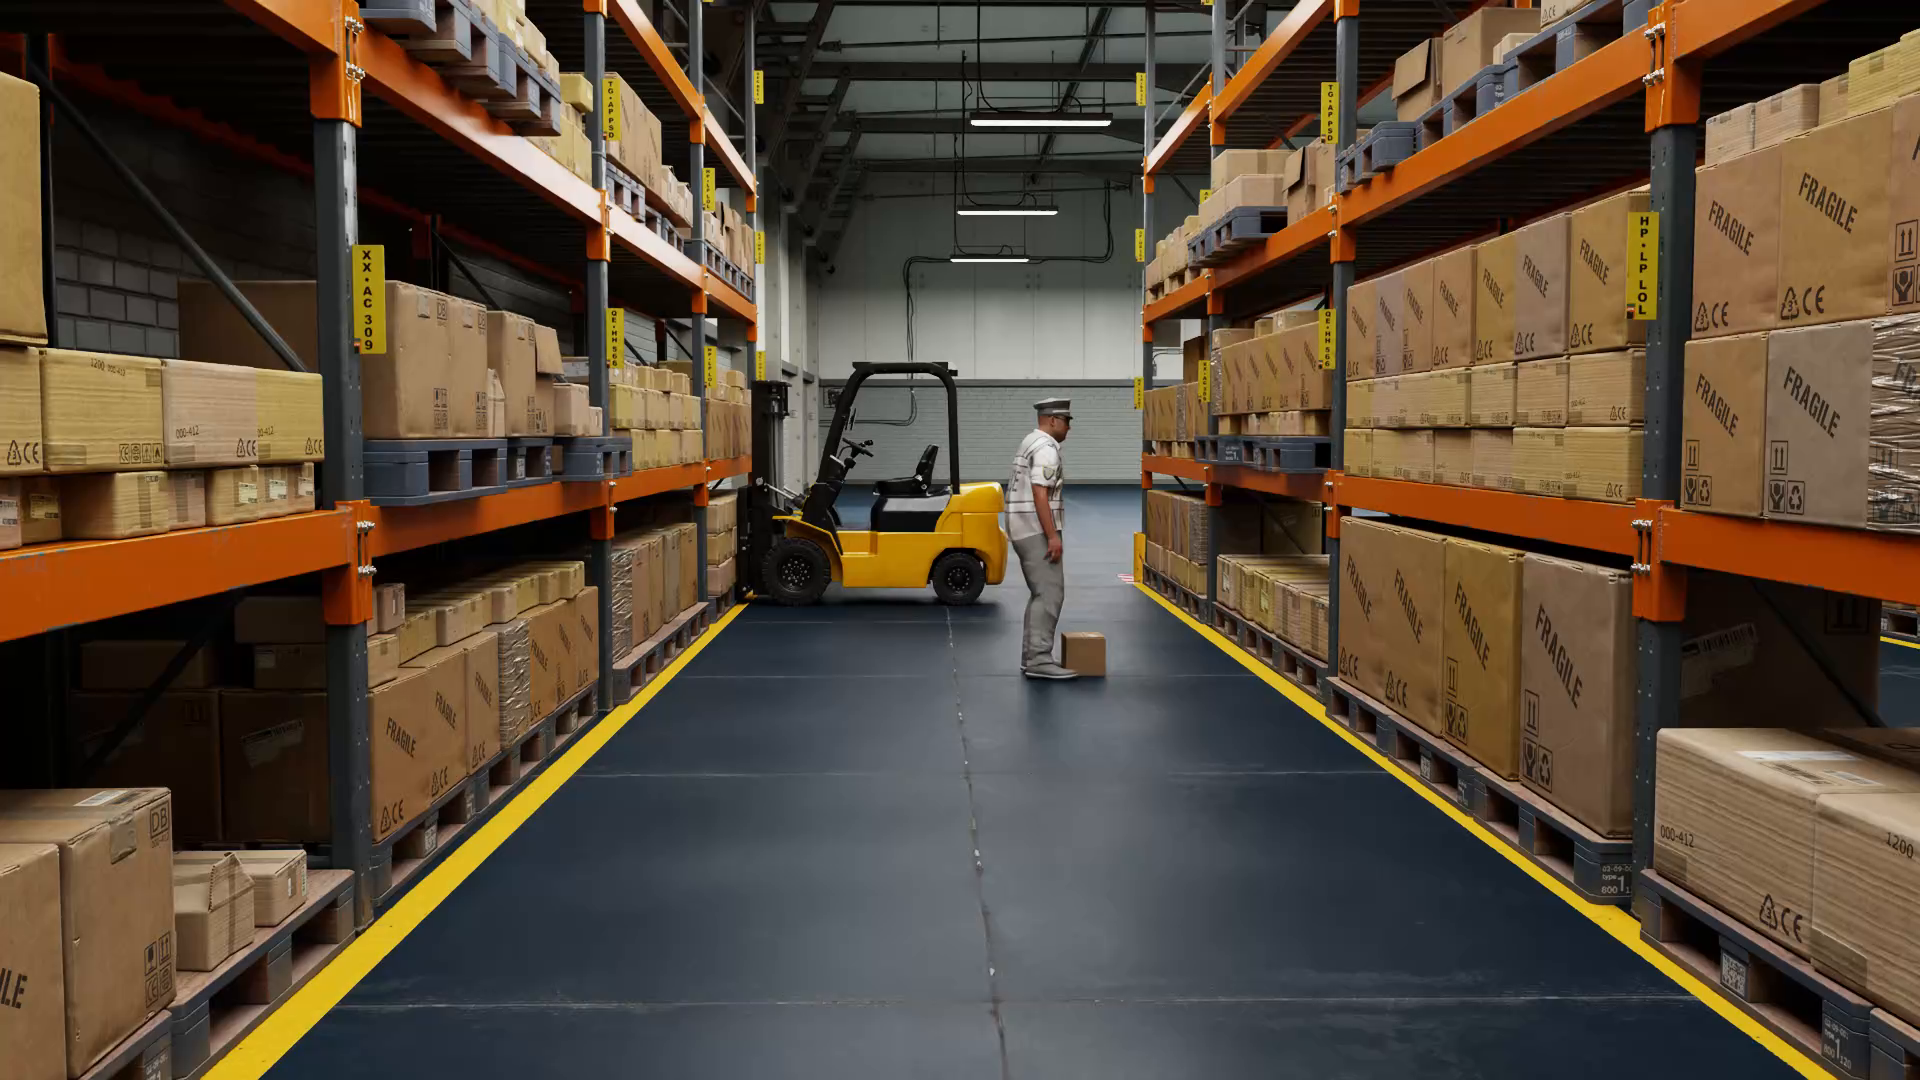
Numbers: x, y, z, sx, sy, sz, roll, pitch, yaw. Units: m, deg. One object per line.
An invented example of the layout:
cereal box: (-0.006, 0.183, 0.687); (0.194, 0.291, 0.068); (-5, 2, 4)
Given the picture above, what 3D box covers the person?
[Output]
person: (0.505, -0.021, 10.504); (0.437, 1.747, 0.602); (0, 4, -5)
